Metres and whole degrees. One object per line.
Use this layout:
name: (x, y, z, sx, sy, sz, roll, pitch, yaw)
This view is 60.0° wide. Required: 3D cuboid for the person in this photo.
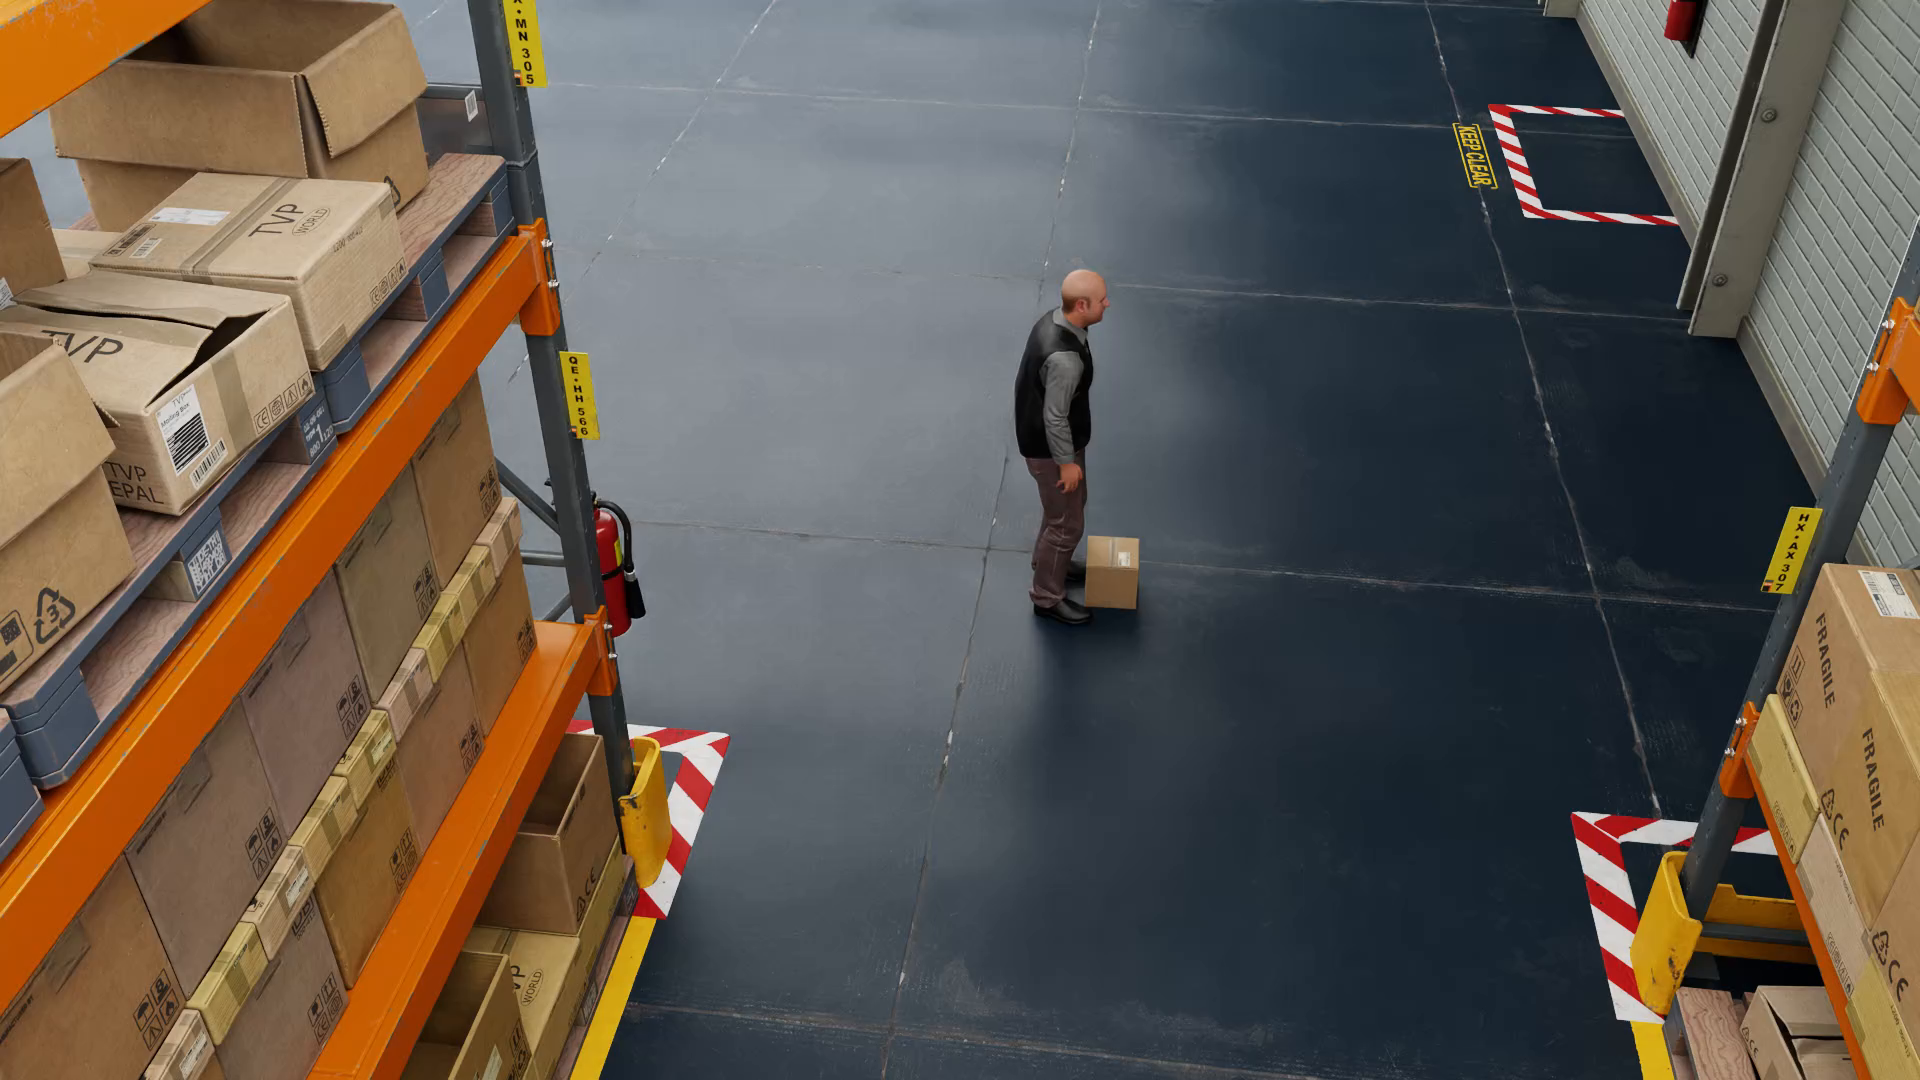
person: (0.457, -0.456, 7.691, 0.423, 1.720, 0.586, 2, 36, 3)
